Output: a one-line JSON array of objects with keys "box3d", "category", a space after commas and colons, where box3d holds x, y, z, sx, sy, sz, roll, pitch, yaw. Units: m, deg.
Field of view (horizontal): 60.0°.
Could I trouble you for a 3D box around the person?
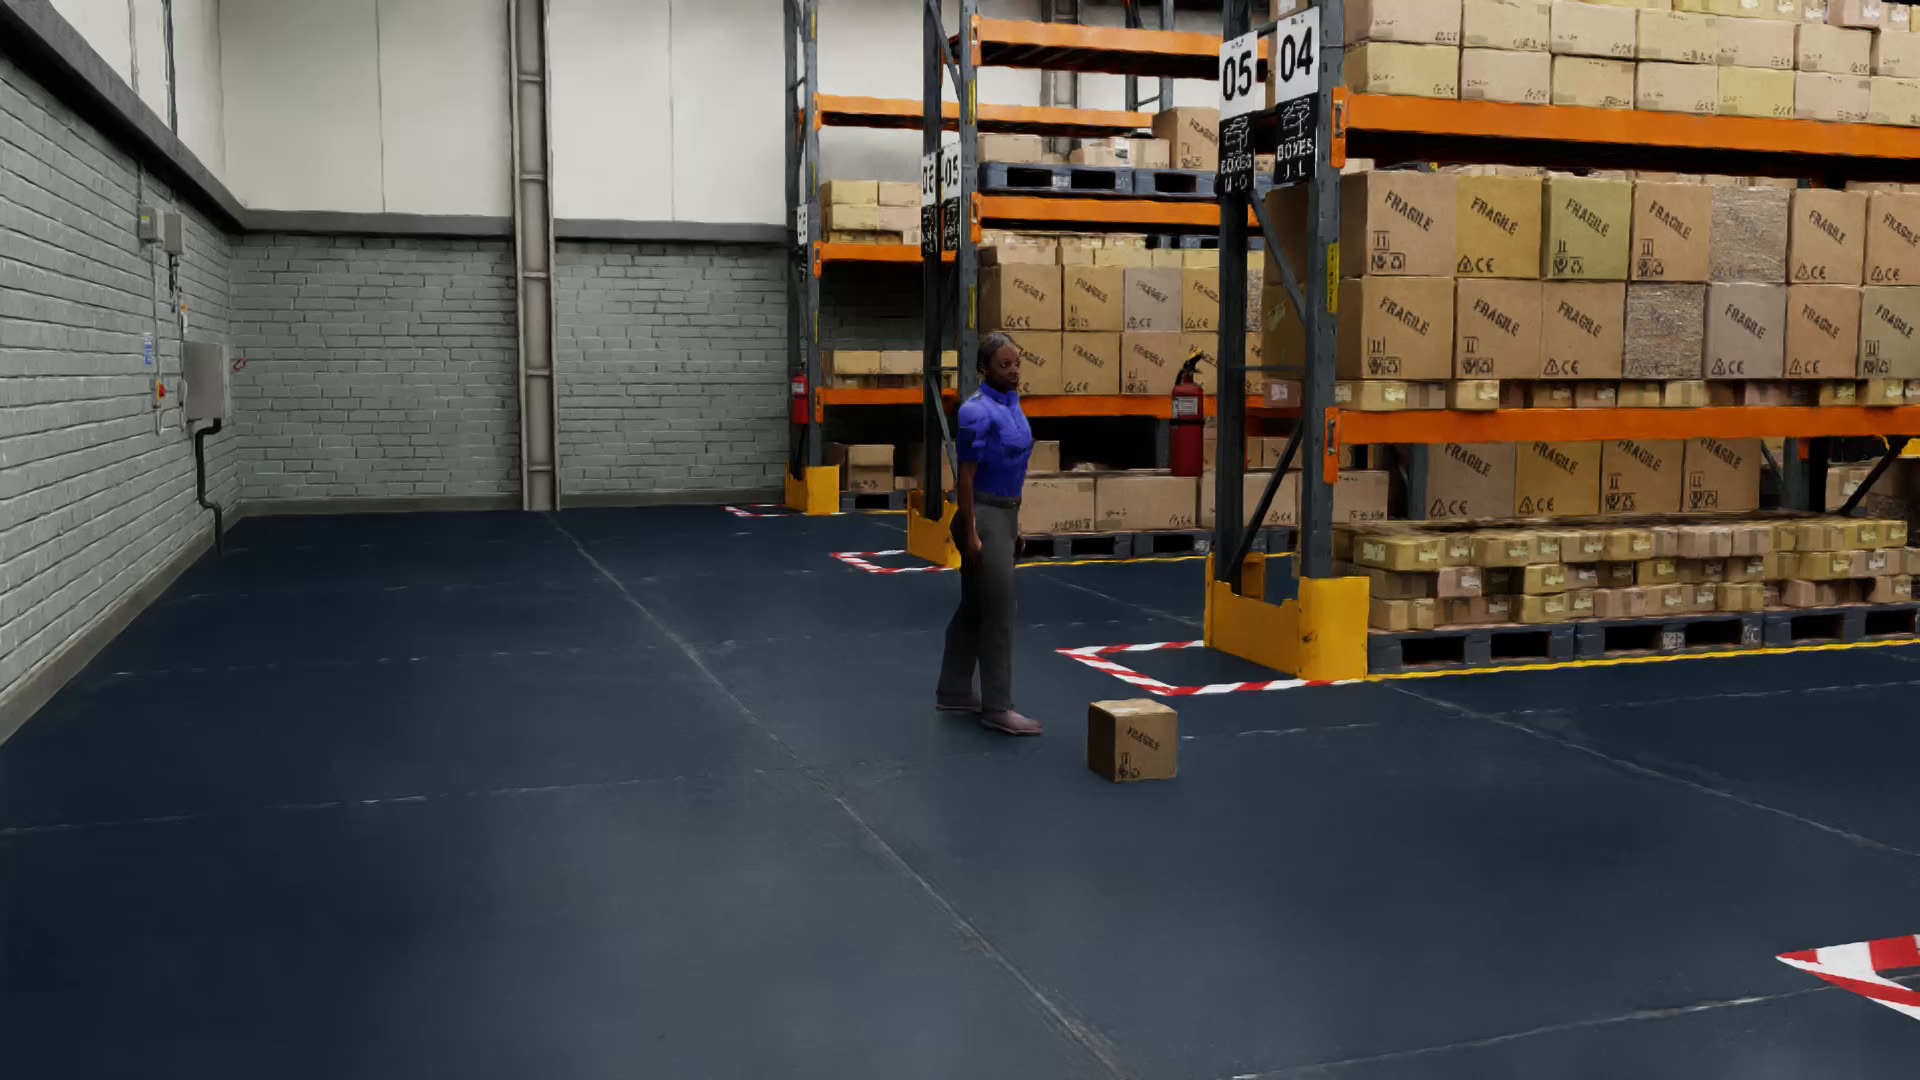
[{"box3d": [0.130, -0.041, 6.987, 0.551, 1.657, 0.465, 2, 6, 19], "category": "person"}]
